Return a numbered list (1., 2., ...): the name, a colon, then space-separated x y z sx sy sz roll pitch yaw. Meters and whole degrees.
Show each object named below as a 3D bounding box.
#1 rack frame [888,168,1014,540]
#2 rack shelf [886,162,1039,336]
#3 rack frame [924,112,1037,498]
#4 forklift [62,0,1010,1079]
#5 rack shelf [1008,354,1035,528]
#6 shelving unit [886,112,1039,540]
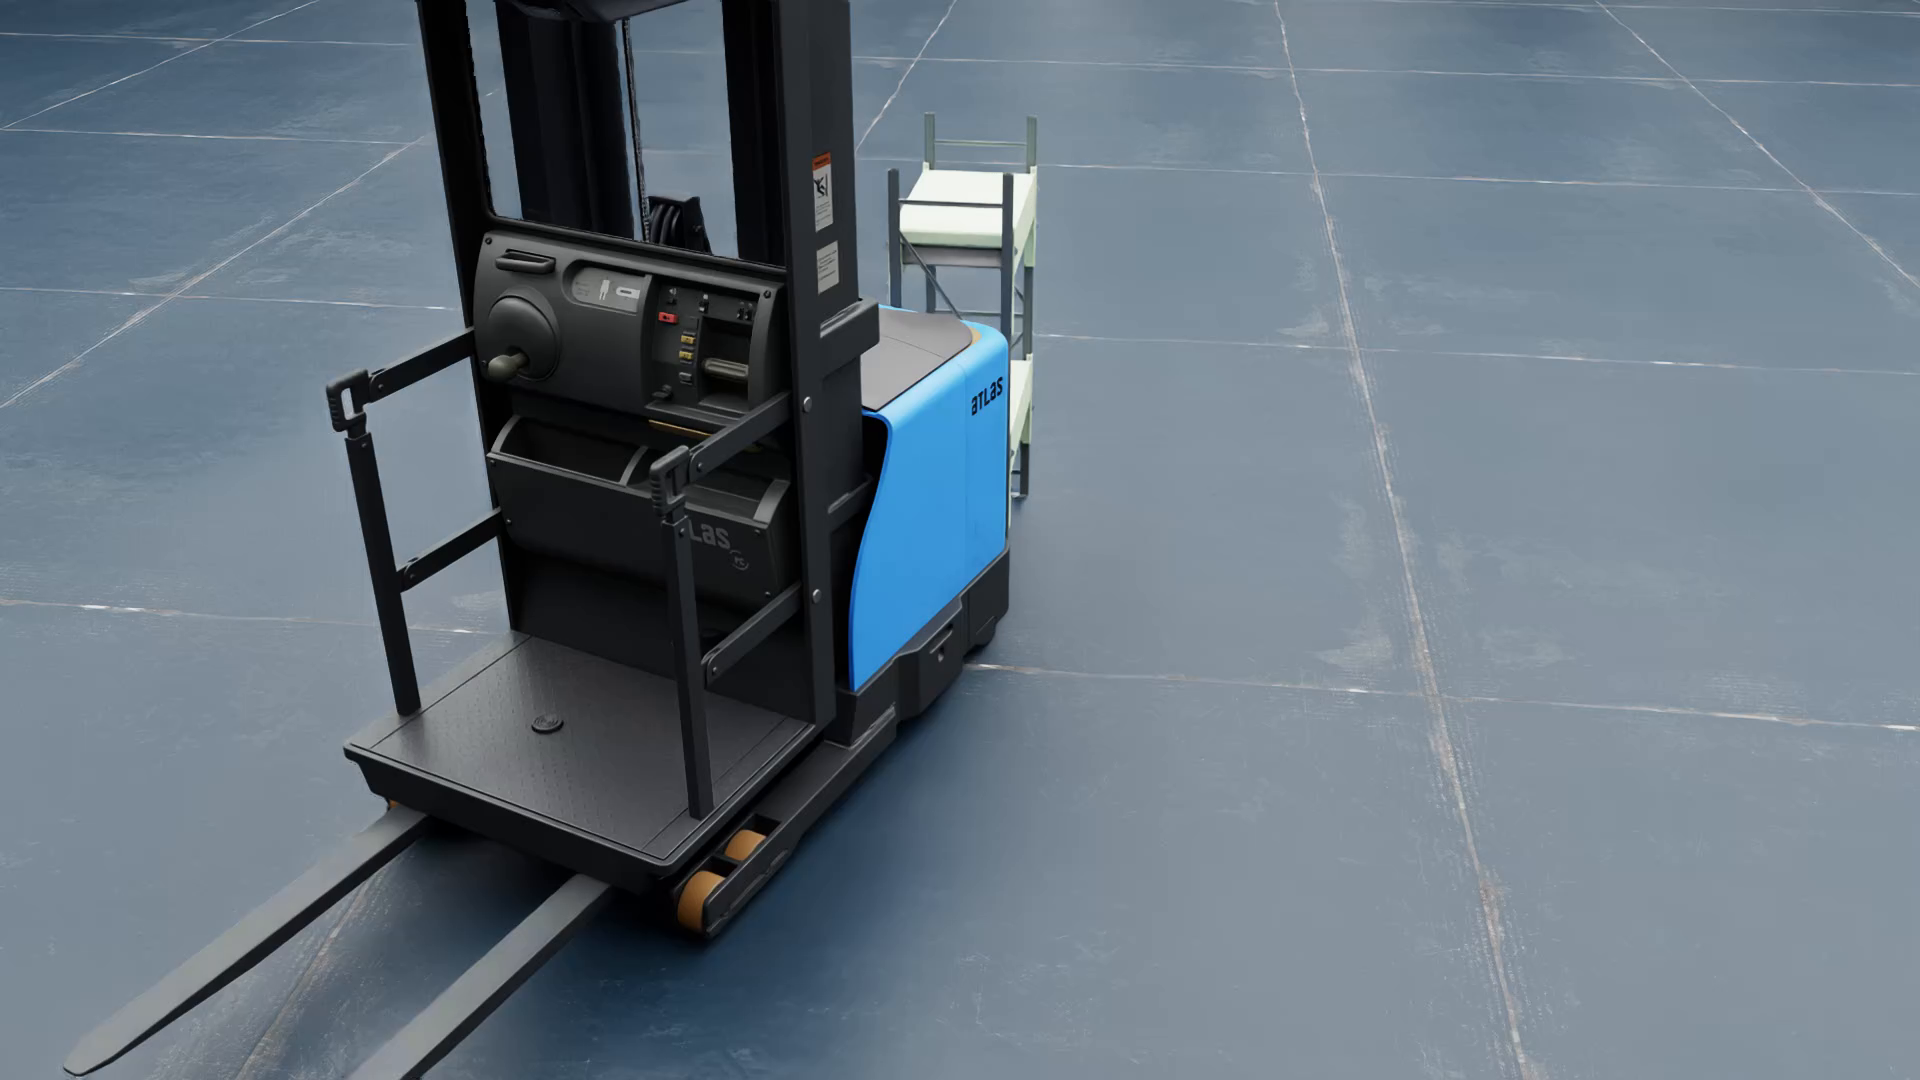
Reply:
1. rack frame: -0.029 -0.500 5.597 0.400 1.500 0.023 4 29 7
2. rack shelf: 0.022 -1.016 5.731 0.431 0.370 0.720 4 29 7
3. rack frame: 0.072 -0.844 6.236 0.400 1.500 0.023 4 29 7
4. forklift: -0.967 -0.502 4.092 1.130 2.935 3.031 14 31 24
5. rack shelf: 0.022 -0.385 6.071 0.431 0.370 0.720 4 29 7
6. shelving unit: 0.022 -0.672 5.917 0.431 1.500 0.755 4 29 7
